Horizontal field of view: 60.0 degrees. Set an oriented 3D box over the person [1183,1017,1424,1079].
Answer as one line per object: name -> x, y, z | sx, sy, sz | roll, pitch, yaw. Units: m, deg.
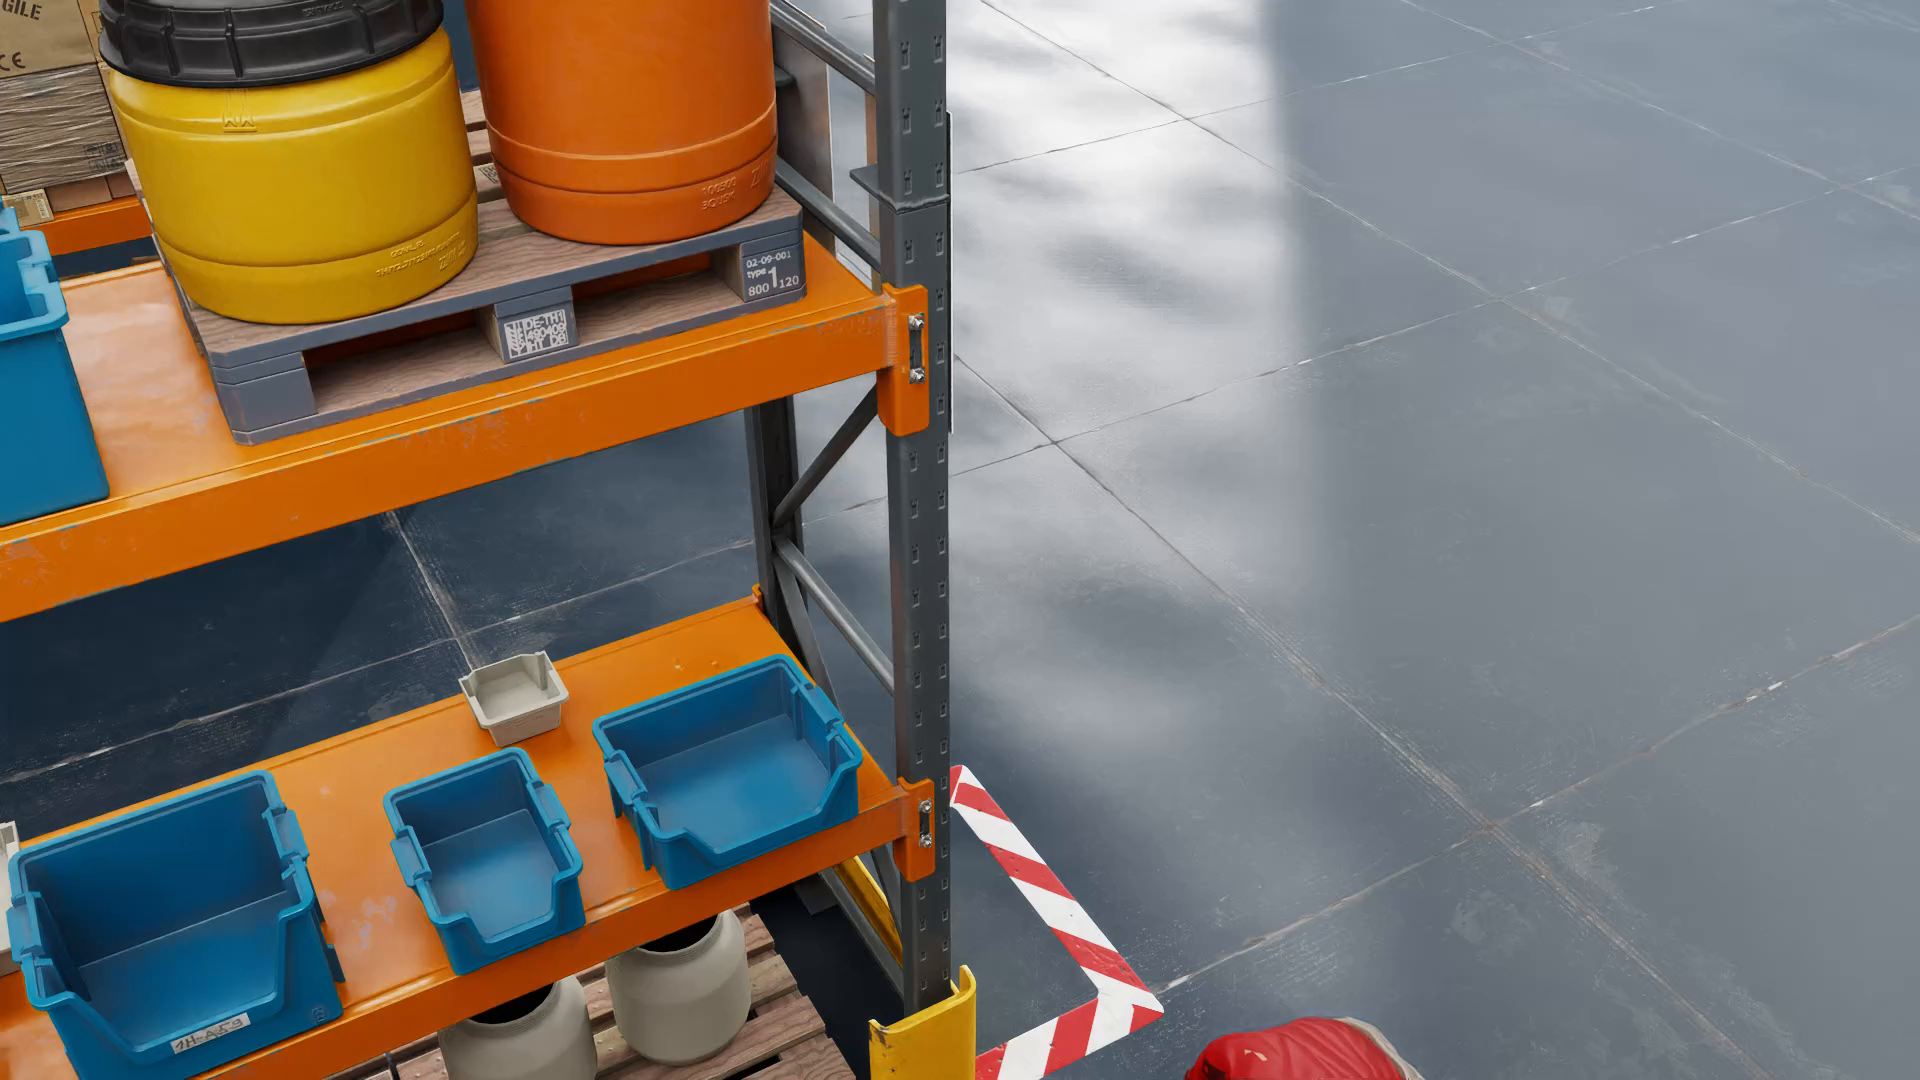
person -> 0.909, 1.672, 4.516 | 0.865, 1.012, 0.570 | -19, 41, -24
